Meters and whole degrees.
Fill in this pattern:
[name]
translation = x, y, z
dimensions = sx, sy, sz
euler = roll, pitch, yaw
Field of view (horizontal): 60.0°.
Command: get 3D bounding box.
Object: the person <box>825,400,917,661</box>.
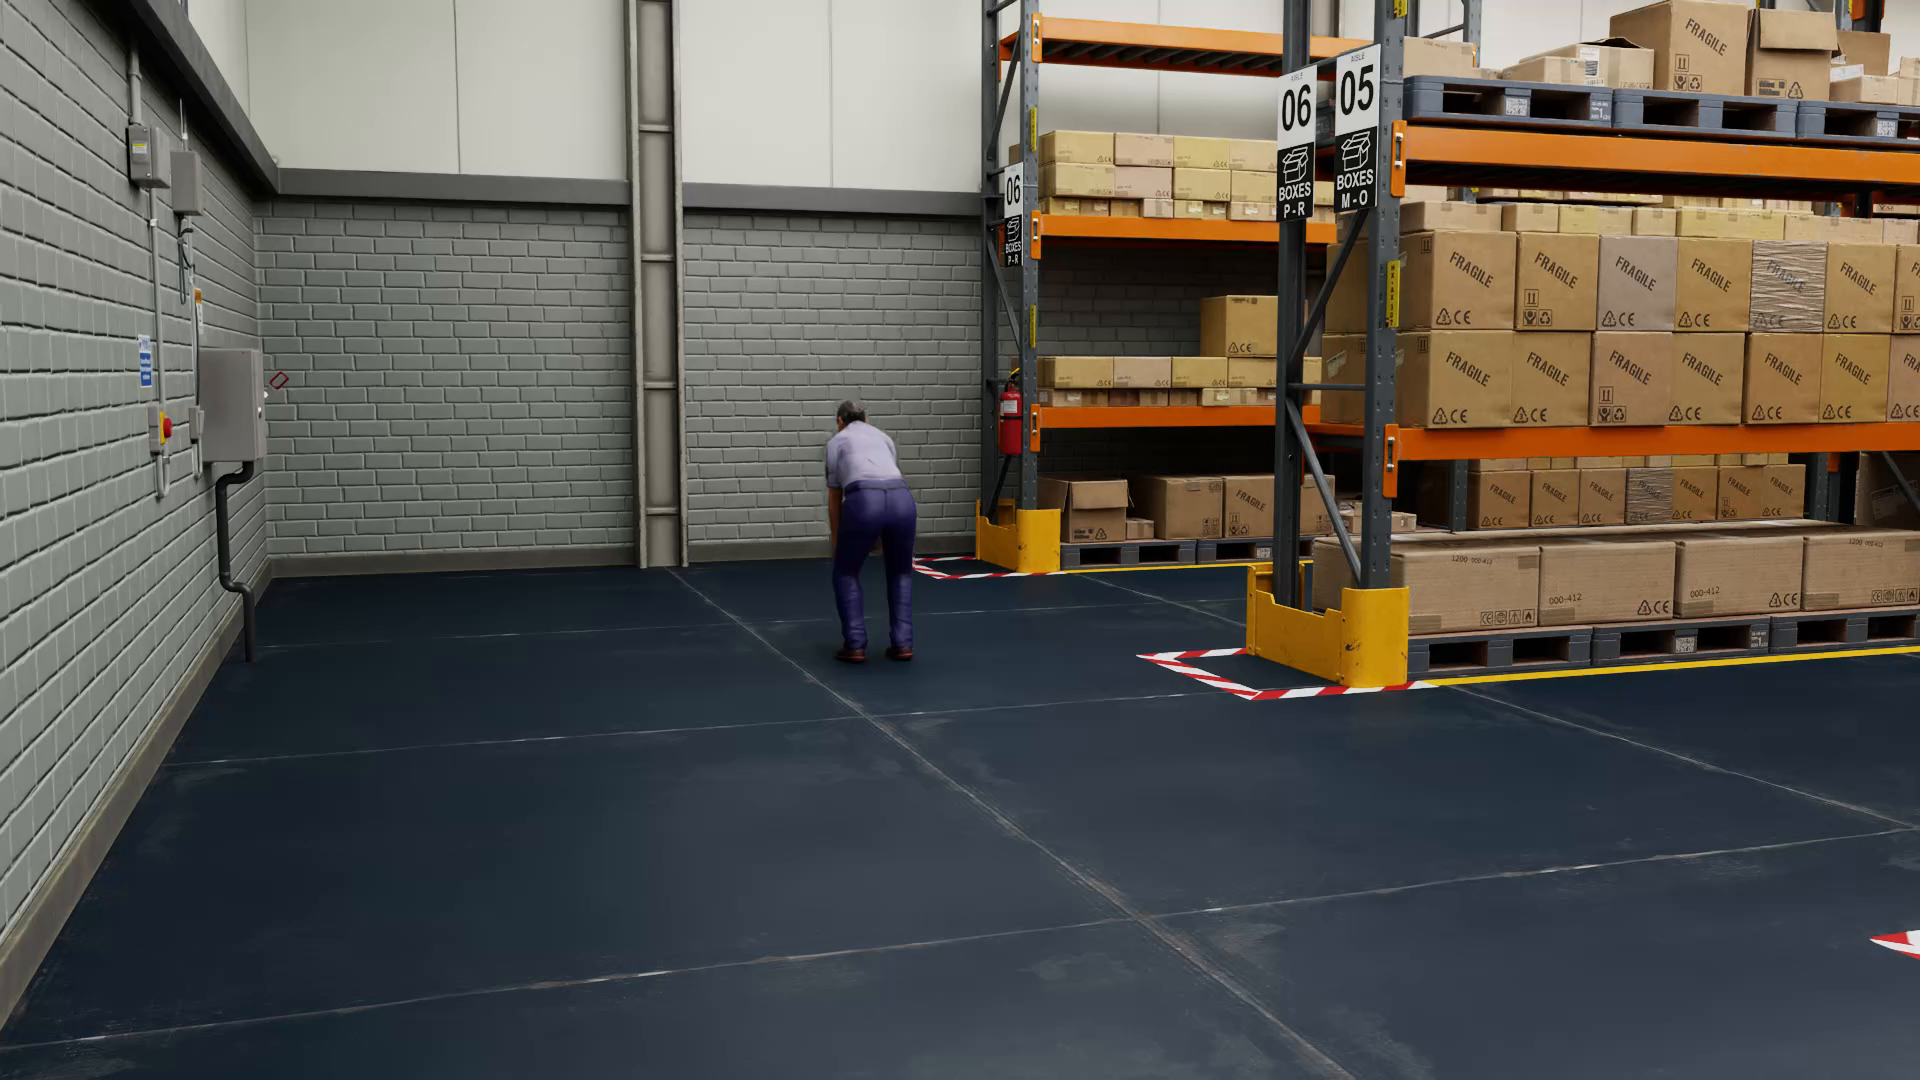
[person]
translation = -0.515, -0.061, 9.313
dimensions = 0.455, 1.436, 0.729
euler = -2, 6, -20
